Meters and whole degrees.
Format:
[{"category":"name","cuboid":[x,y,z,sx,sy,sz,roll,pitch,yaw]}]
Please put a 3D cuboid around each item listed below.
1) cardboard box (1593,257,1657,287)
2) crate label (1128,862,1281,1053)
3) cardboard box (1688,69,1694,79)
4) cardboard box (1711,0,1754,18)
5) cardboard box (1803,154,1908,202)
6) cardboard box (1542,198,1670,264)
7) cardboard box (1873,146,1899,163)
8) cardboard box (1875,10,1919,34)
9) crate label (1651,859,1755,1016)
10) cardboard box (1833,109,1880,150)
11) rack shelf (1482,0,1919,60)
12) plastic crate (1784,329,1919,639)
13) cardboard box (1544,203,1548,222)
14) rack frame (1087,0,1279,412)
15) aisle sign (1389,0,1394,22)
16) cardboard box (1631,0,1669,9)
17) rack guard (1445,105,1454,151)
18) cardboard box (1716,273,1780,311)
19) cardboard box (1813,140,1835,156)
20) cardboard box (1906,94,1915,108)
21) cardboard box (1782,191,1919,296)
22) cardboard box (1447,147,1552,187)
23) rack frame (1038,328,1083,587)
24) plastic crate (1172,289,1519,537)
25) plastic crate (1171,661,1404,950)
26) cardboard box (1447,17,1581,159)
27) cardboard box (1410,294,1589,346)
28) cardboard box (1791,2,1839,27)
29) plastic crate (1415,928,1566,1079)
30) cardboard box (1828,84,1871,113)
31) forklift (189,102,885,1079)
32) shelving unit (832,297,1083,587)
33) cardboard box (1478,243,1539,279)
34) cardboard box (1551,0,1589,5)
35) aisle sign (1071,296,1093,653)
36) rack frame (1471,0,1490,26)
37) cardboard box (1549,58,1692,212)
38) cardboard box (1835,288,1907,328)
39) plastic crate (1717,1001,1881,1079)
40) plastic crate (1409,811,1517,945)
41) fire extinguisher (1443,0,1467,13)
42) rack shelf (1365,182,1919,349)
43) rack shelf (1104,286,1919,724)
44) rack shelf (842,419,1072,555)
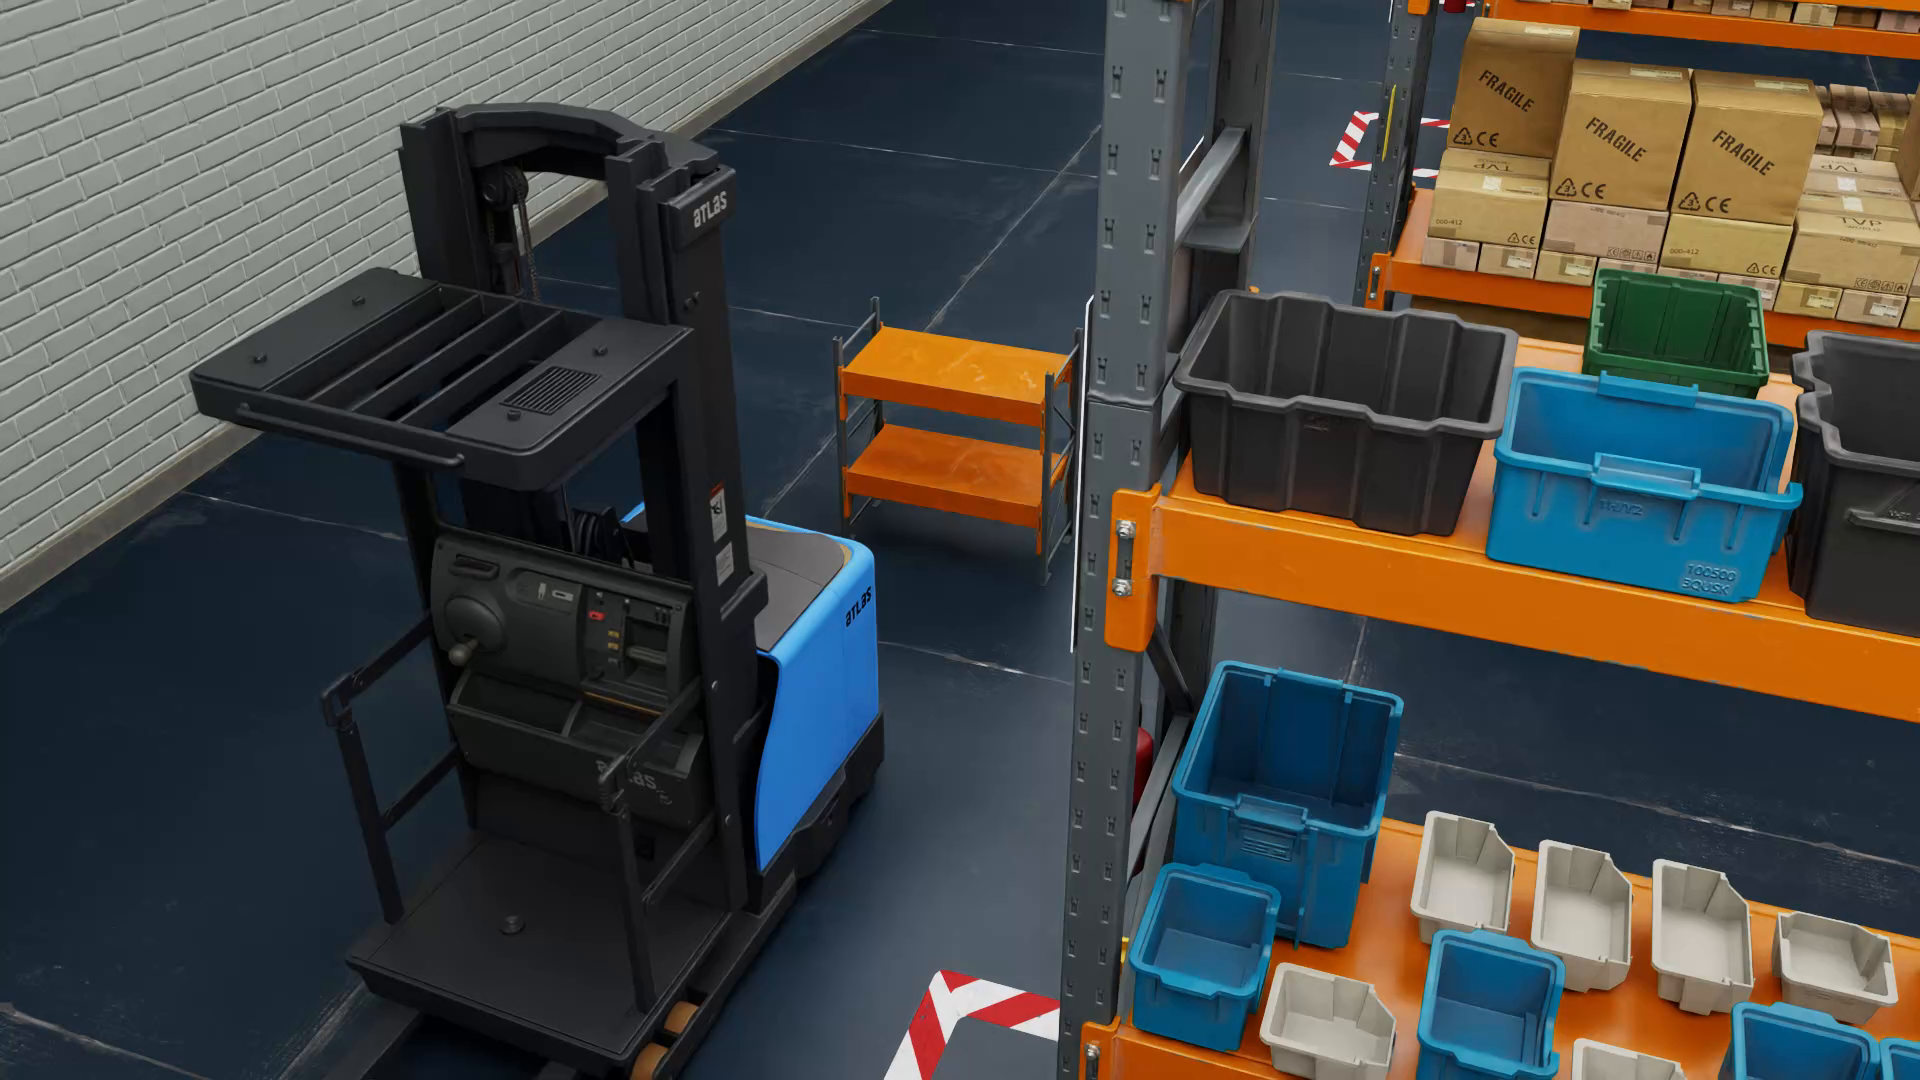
[{"category":"cardboard box","cuboid":[3.089,-1.294,7.721,0.250,0.149,0.380,10,34,16]},{"category":"crate label","cuboid":[0.587,1.014,4.013,0.303,0.233,0.416,11,34,16]},{"category":"cardboard box","cuboid":[5.487,-3.390,12.428,0.250,0.149,0.380,12,35,18]},{"category":"cardboard box","cuboid":[5.349,-3.754,11.530,0.250,0.149,0.380,10,34,16]},{"category":"cardboard box","cuboid":[4.131,-1.603,7.831,0.500,0.250,0.500,11,34,17]},{"category":"cardboard box","cuboid":[2.989,-1.518,7.699,0.500,0.250,0.500,11,34,16]},{"category":"cardboard box","cuboid":[6.547,-2.734,11.685,0.250,0.149,0.380,11,35,17]},{"category":"cardboard box","cuboid":[6.312,-3.548,11.211,0.250,0.149,0.380,10,34,14]},{"category":"crate label","cuboid":[1.833,0.997,4.128,0.243,0.136,0.396,11,34,16]},{"category":"cardboard box","cuboid":[6.253,-2.874,11.629,0.250,0.149,0.380,9,34,14]},{"category":"rack shelf","cuboid":[5.788,-3.619,11.753,4.000,0.370,1.077,11,34,16]},{"category":"plastic crate","cuboid":[1.811,-0.058,2.867,0.767,0.338,0.504,11,34,16]},{"category":"cardboard box","cuboid":[3.066,-1.677,8.314,0.250,0.149,0.380,11,34,17]},{"category":"rack frame","cuboid":[0.466,-1.765,2.687,0.127,3.000,1.000,11,34,16]},{"category":"aisle sign","cuboid":[1.968,-2.725,7.309,0.004,0.787,0.394,11,34,16]},{"category":"cardboard box","cuboid":[4.879,-3.876,11.719,0.250,0.149,0.380,13,35,19]},{"category":"rack guard","cuboid":[3.977,-3.223,12.781,0.348,0.500,1.175,11,34,16]},{"category":"cardboard box","cuboid":[3.571,-1.200,7.575,0.250,0.149,0.380,11,34,16]},{"category":"cardboard box","cuboid":[6.055,-2.830,11.834,0.250,0.149,0.380,9,34,14]},{"category":"cardboard box","cuboid":[6.923,-3.055,11.908,0.250,0.149,0.380,11,34,16]},{"category":"cardboard box","cuboid":[3.954,-1.331,7.410,0.500,0.250,0.500,10,34,16]},{"category":"cardboard box","cuboid":[2.683,-1.882,8.264,0.500,0.250,0.500,10,34,16]},{"category":"rack frame","cuboid":[0.472,-0.381,7.803,0.032,1.125,0.500,11,34,16]},{"category":"plastic crate","cuboid":[0.734,-0.237,3.206,0.590,0.269,0.497,11,34,16]},{"category":"plastic crate","cuboid":[0.844,0.682,4.341,0.499,0.435,0.616,11,34,16]},{"category":"cardboard box","cuboid":[2.684,-2.195,8.057,0.500,0.500,0.500,11,35,17]},{"category":"cardboard box","cuboid":[2.766,-0.981,8.575,0.875,0.875,0.875,11,34,16]},{"category":"cardboard box","cuboid":[5.827,-3.632,11.342,0.250,0.149,0.380,12,35,17]},{"category":"plastic crate","cuboid":[1.207,1.135,3.826,0.300,0.233,0.416,11,34,16]},{"category":"cardboard box","cuboid":[6.457,-3.179,12.101,0.250,0.149,0.380,12,35,17]},{"category":"forklift","cuboid":[-1.348,0.319,5.053,1.130,2.935,3.031,13,35,19]},{"category":"shelving unit","cuboid":[-0.006,-0.474,7.947,1.048,1.125,0.538,11,34,16]},{"category":"cardboard box","cuboid":[2.602,-1.388,7.866,0.250,0.149,0.380,11,34,16]},{"category":"cardboard box","cuboid":[4.353,-3.930,11.803,0.250,0.149,0.380,12,35,18]},{"category":"aisle sign","cuboid":[0.298,-0.198,3.394,0.004,0.787,0.394,11,34,16]},{"category":"rack frame","cuboid":[3.905,-4.287,12.125,0.127,3.000,1.000,11,34,16]},{"category":"cardboard box","cuboid":[2.968,-1.833,7.496,0.500,0.500,0.500,10,34,15]},{"category":"cardboard box","cuboid":[4.056,-1.106,7.430,0.250,0.149,0.380,12,35,17]},{"category":"plastic crate","cuboid":[1.827,1.255,3.640,0.300,0.233,0.416,11,34,16]},{"category":"plastic crate","cuboid":[1.295,0.898,4.281,0.243,0.136,0.396,11,34,16]},{"category":"fire extinguisher","cuboid":[3.824,-4.380,12.684,0.183,0.674,0.296,11,34,16]},{"category":"rack shelf","cuboid":[4.020,-1.105,7.859,4.000,0.370,1.077,11,34,16]},{"category":"rack shelf","cuboid":[2.349,0.164,3.129,4.000,0.370,1.077,11,34,16]},{"category":"rack shelf","cuboid":[-0.006,-0.268,8.079,1.000,0.278,0.538,11,34,16]}]
